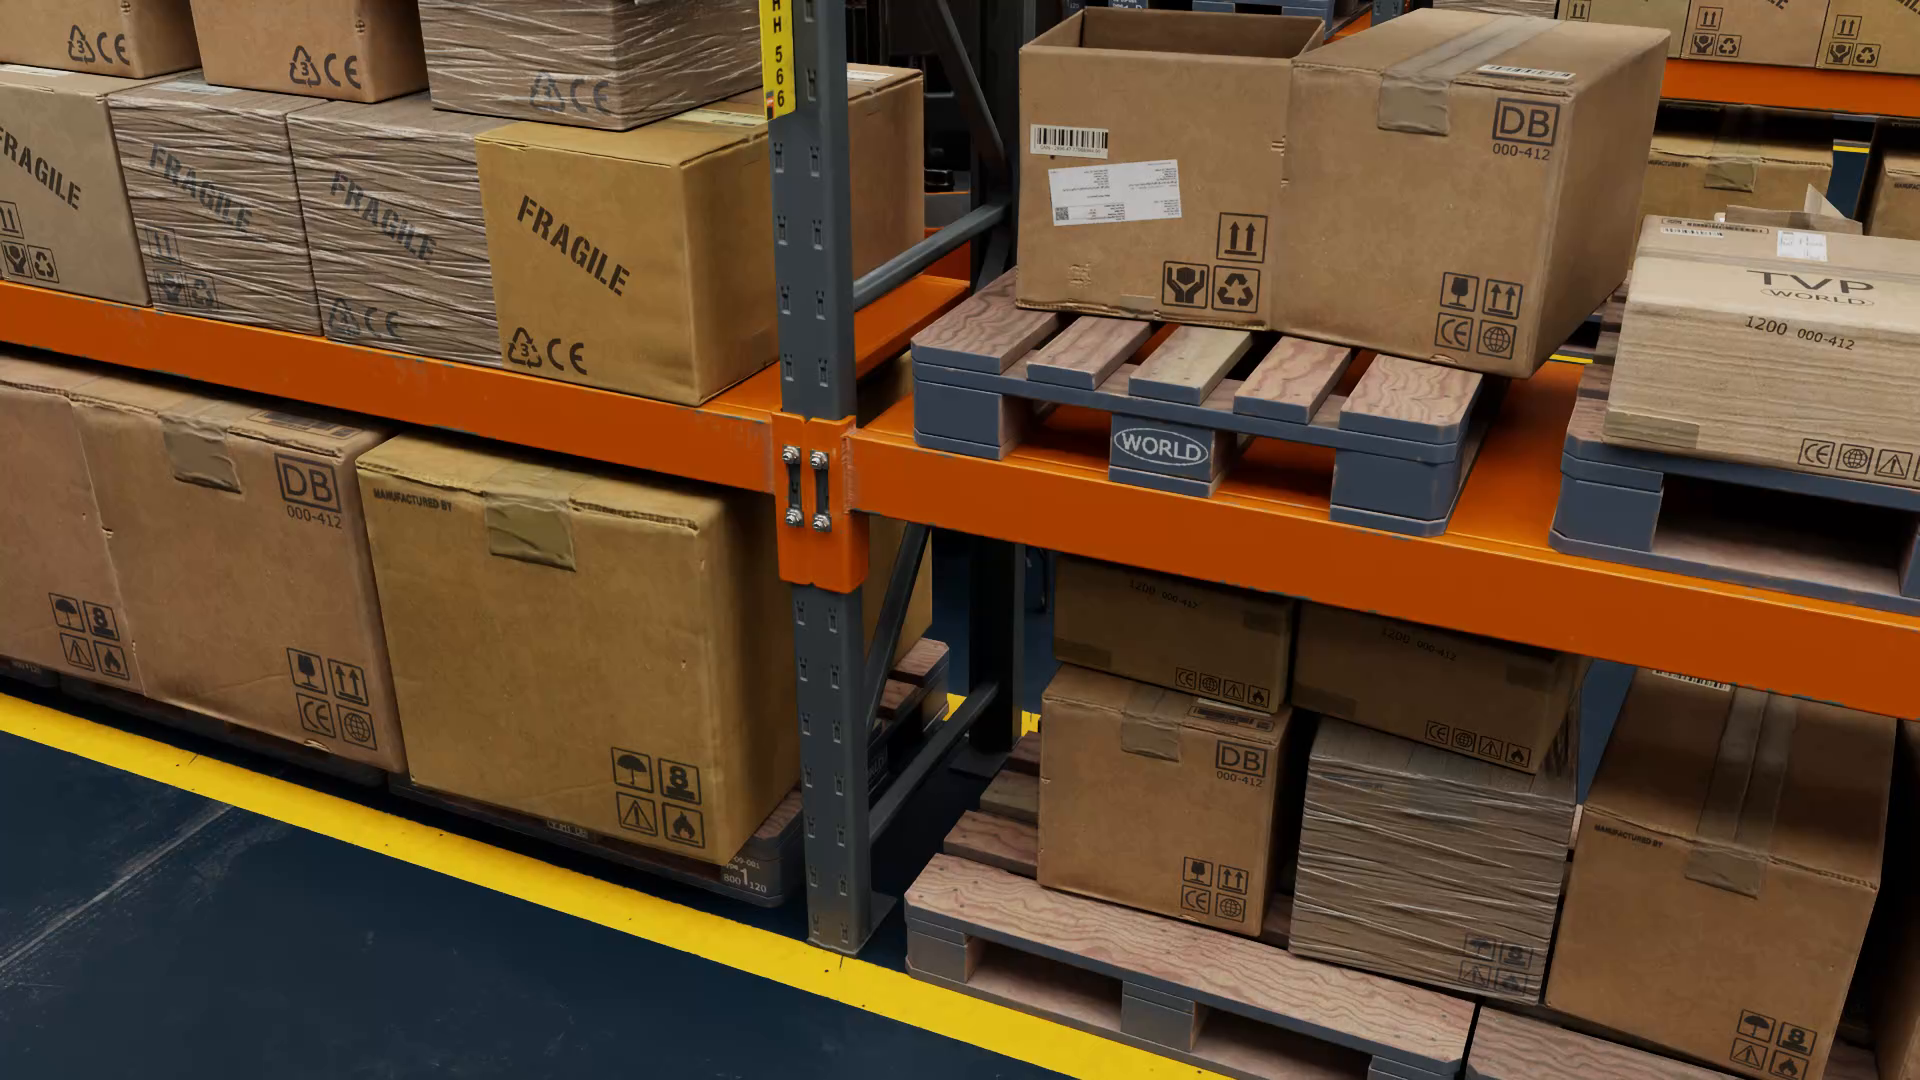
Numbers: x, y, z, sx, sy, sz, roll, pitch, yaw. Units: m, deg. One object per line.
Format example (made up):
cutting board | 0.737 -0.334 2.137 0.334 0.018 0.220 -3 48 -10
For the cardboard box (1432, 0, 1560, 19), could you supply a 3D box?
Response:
cardboard box | 2.353 -2.429 7.174 0.500 0.500 0.500 12 29 22

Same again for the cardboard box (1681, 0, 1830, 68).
cardboard box | 3.276 -2.244 6.800 0.500 0.500 0.500 11 28 22

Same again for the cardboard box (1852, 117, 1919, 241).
cardboard box | 4.218 -1.277 7.020 0.750 0.750 1.050 11 28 22

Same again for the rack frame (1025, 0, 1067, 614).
rack frame | 0.249 -0.795 4.988 0.015 2.100 0.400 -4 26 -8

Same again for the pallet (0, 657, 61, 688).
pallet | -2.997 0.032 5.446 1.213 0.211 1.003 11 28 22

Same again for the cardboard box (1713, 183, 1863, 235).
cardboard box | 1.540 -0.530 3.108 0.258 0.266 0.396 11 28 20

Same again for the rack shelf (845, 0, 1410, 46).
rack shelf | 0.235 -2.617 8.485 4.000 0.370 1.077 11 28 22

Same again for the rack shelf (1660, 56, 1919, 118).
rack shelf | 3.876 -1.886 6.999 4.000 0.370 1.077 11 28 22

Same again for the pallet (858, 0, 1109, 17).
pallet | 0.237 -2.834 8.327 1.213 0.211 1.003 11 28 22

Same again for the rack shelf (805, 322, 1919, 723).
rack shelf | 1.731 0.090 2.986 4.000 0.370 1.077 11 28 22

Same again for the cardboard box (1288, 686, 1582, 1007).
cardboard box | 1.039 0.536 3.597 0.500 0.500 0.700 9 28 18

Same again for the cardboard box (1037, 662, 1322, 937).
cardboard box | 0.529 0.440 3.792 0.500 0.500 0.700 10 28 19

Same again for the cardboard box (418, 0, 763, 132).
cardboard box | -0.748 -1.234 3.611 0.637 0.503 0.797 12 29 24

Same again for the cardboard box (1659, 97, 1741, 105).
cardboard box | 5.198 -3.354 11.665 0.625 0.372 0.950 11 28 21

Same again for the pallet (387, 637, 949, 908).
pallet | -0.776 0.478 4.540 1.213 0.211 1.003 11 28 22

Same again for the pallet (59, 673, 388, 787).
pallet | -1.882 0.254 4.994 1.213 0.211 1.003 11 28 22

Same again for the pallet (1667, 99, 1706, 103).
pallet | 4.723 -3.189 11.988 1.213 0.211 1.003 11 28 22

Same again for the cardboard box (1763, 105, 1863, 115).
cardboard box | 5.886 -3.213 11.379 0.625 0.372 0.950 12 29 23

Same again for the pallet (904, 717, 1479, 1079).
pallet | 0.621 0.796 3.894 1.213 0.211 1.003 11 28 22

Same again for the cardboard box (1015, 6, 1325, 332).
cardboard box | 0.419 -0.749 3.287 0.500 0.500 0.500 8 27 15

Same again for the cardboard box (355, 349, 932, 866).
cardboard box | -0.709 0.032 4.220 0.875 0.875 1.225 10 28 19

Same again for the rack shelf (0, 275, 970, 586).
rack shelf | -1.910 -0.642 4.472 4.000 0.370 1.077 11 28 22

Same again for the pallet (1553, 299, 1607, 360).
pallet | 2.742 -1.149 7.845 1.213 0.211 1.003 11 28 22

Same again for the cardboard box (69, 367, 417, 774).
cardboard box | -1.517 -0.134 4.557 0.875 0.875 1.225 11 28 22

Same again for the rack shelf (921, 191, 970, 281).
rack shelf | 0.008 -0.767 4.961 0.480 0.518 0.431 -4 26 -8

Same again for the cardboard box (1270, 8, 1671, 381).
cardboard box | 0.968 -0.687 3.162 0.500 0.500 0.700 16 30 29

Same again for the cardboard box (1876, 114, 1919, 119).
cardboard box | 6.520 -3.086 11.122 0.625 0.372 0.950 13 29 25

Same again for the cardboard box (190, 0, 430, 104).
cardboard box | -1.340 -1.354 3.855 0.637 0.503 0.797 12 29 23

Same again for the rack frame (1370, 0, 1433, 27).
rack frame | 2.056 -2.574 7.583 0.127 3.000 1.000 11 28 22

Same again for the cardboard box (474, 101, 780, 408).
cardboard box | -0.641 -0.634 3.529 0.500 0.500 0.500 12 29 23

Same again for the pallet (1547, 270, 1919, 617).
pallet | 1.730 -0.167 2.911 1.213 0.211 1.003 11 28 22

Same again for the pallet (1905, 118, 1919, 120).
pallet | 6.945 -2.743 11.082 1.213 0.211 1.003 11 28 22

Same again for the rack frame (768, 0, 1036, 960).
rack frame | -0.089 -0.599 3.570 0.127 3.000 1.000 11 28 22

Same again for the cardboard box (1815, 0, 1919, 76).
cardboard box | 3.728 -2.152 6.613 0.500 0.500 0.500 11 28 21

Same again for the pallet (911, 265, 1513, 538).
pallet | 0.603 -0.425 3.435 1.003 0.211 1.213 11 28 22

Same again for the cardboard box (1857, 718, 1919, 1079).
cardboard box | 2.066 0.739 3.185 0.500 0.500 0.700 9 28 17

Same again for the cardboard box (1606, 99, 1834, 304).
cardboard box | 3.370 -1.448 7.366 0.750 0.750 1.050 12 29 23

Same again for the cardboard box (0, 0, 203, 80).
cardboard box | -1.954 -1.474 4.099 0.637 0.503 0.797 12 29 23

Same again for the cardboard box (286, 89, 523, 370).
cardboard box | -1.093 -0.728 3.719 0.500 0.500 0.500 11 28 21

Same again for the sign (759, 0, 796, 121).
sign | -0.316 -0.894 2.860 0.005 0.325 0.100 11 28 22

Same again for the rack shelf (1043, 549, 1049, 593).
rack shelf | 0.008 -0.139 5.270 0.480 0.518 0.431 -4 26 -8

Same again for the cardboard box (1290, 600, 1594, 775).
cardboard box | 1.020 0.192 3.446 0.500 0.250 0.500 15 30 28

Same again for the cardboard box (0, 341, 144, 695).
cardboard box | -2.326 -0.293 4.879 0.875 0.875 1.225 10 28 20

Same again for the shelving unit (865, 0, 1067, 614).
shelving unit | 0.008 -0.779 4.955 0.503 2.100 0.431 -4 26 -8

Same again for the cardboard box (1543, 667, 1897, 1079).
cardboard box | 1.558 0.637 3.392 0.500 0.500 0.700 14 29 26

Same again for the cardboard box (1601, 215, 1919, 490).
cardboard box | 1.341 -0.321 2.700 0.500 0.250 0.500 11 28 20

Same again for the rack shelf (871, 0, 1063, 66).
rack shelf | 0.008 -1.395 4.652 0.480 0.518 0.431 -4 26 -8

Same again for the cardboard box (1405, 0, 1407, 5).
cardboard box | 3.418 -3.978 12.364 0.875 0.875 0.875 11 28 21

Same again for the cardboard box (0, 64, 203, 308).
cardboard box | -2.029 -0.915 4.099 0.500 0.500 0.500 12 29 23

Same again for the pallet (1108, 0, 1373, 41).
pallet | 1.363 -2.576 7.803 1.003 0.211 1.213 11 28 22

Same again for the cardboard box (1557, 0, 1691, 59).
cardboard box | 2.817 -2.337 6.987 0.500 0.500 0.500 11 28 21

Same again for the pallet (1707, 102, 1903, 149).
pallet | 5.830 -2.965 11.534 1.213 0.211 1.003 11 28 22

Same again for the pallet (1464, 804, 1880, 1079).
pallet | 1.728 1.020 3.440 1.213 0.211 1.003 11 28 22

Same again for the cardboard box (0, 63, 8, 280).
cardboard box | -2.502 -1.007 4.286 0.500 0.500 0.500 11 28 21

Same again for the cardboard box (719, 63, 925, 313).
cardboard box | -0.419 -0.842 3.951 0.500 0.500 0.500 12 29 23

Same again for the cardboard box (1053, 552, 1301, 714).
cardboard box | 0.533 0.099 3.635 0.500 0.250 0.500 13 29 24

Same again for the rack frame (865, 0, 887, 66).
rack frame | -0.233 -0.763 4.922 0.015 2.100 0.400 -4 26 -8

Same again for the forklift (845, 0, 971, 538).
forklift | -0.243 -1.922 6.335 1.130 2.935 3.031 -4 26 -8

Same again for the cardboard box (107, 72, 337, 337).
cardboard box | -1.567 -0.821 3.909 0.500 0.500 0.500 10 28 20
